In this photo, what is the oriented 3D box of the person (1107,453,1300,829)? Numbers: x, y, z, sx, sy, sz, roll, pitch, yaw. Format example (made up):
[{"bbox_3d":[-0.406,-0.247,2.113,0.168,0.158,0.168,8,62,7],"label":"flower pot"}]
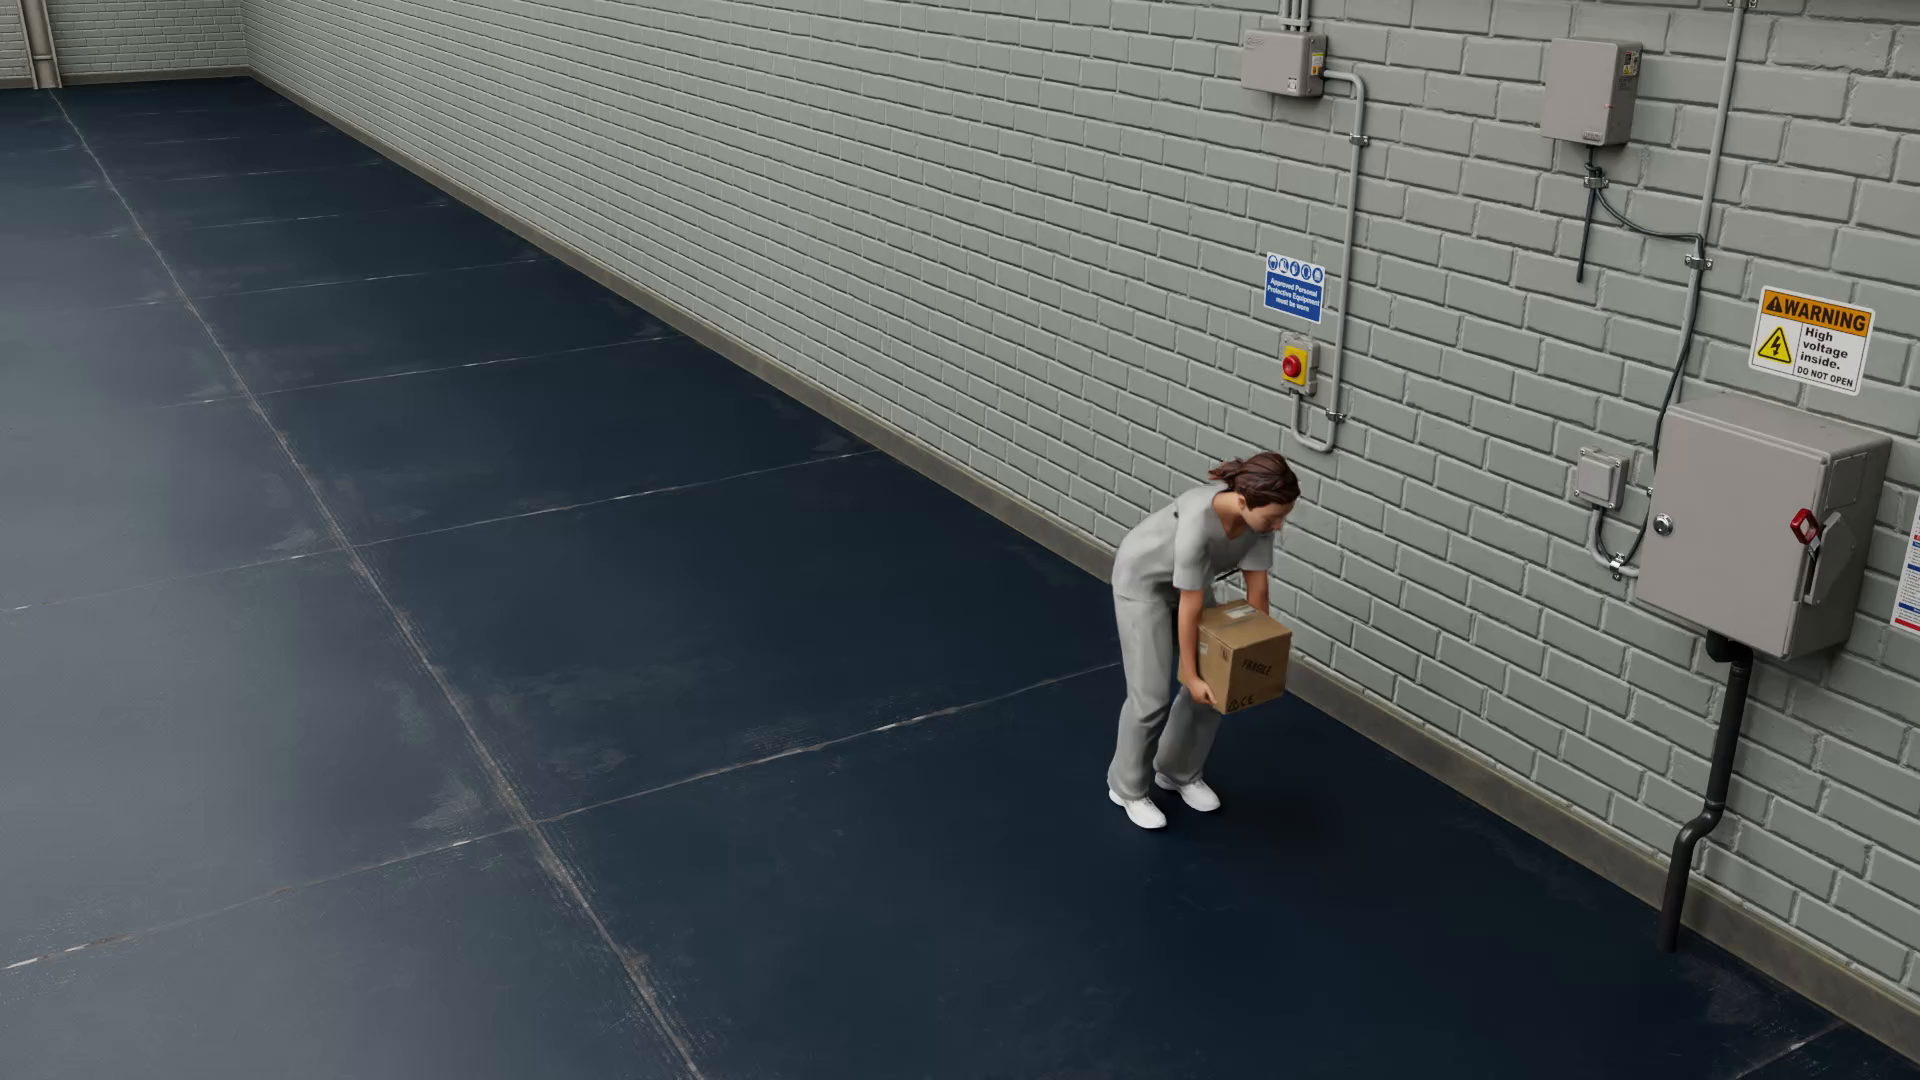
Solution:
[{"bbox_3d":[0.812,0.329,5.585,0.415,1.446,0.723,-13,25,-29],"label":"person"}]
